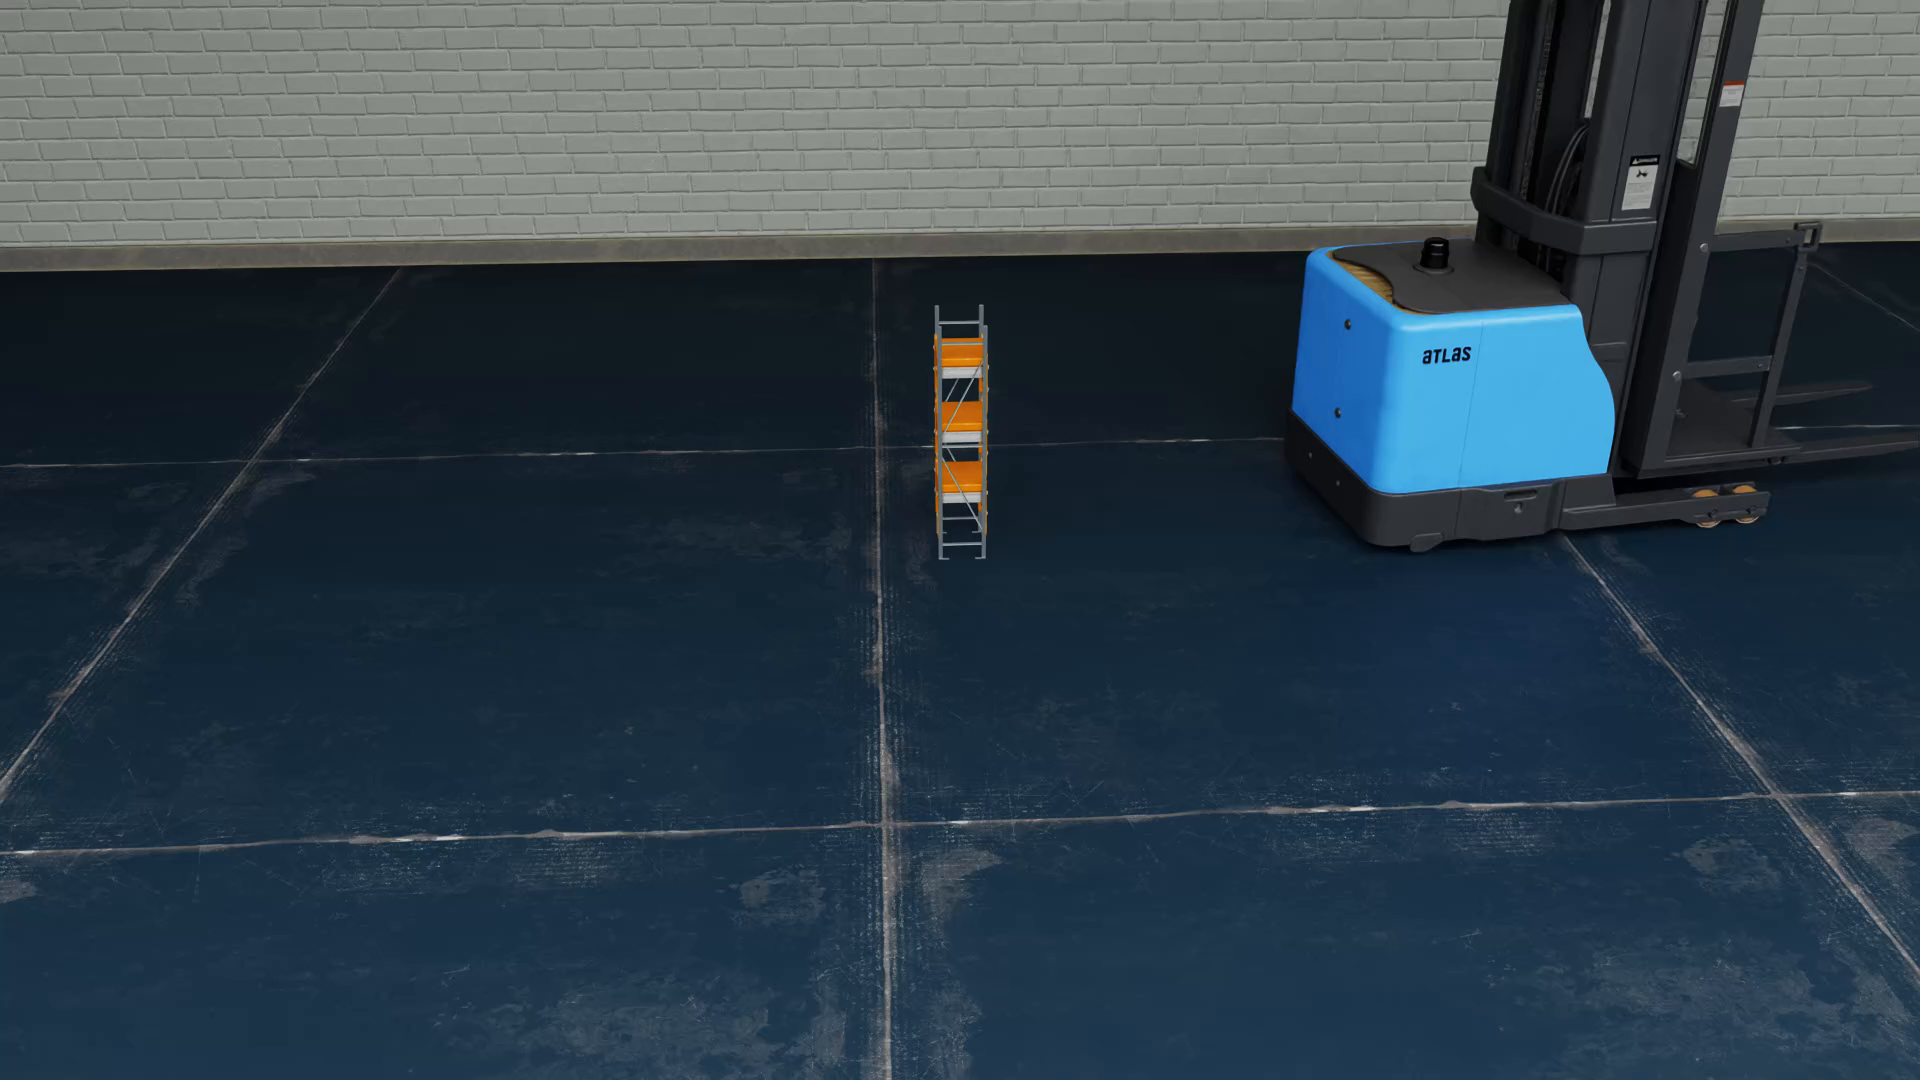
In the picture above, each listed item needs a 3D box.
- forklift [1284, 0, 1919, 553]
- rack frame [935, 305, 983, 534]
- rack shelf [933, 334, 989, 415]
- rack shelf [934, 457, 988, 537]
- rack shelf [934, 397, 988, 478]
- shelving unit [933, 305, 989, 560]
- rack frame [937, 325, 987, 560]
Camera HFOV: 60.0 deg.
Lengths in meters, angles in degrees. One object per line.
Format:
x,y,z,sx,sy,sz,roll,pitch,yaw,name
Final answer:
3.103,-1.585,7.120,3.031,2.935,1.130,-6,28,-11,forklift
-0.004,-0.497,7.068,0.200,1.050,0.008,-1,28,-3,rack frame
0.003,-0.683,6.834,0.215,0.259,0.240,-1,28,-3,rack shelf
0.003,-0.185,7.093,0.215,0.259,0.240,-1,28,-3,rack shelf
0.003,-0.431,6.965,0.215,0.259,0.240,-1,28,-3,rack shelf
0.003,-0.441,6.960,0.215,1.050,0.252,-1,28,-3,shelving unit
0.009,-0.384,6.852,0.200,1.050,0.008,-1,28,-3,rack frame
